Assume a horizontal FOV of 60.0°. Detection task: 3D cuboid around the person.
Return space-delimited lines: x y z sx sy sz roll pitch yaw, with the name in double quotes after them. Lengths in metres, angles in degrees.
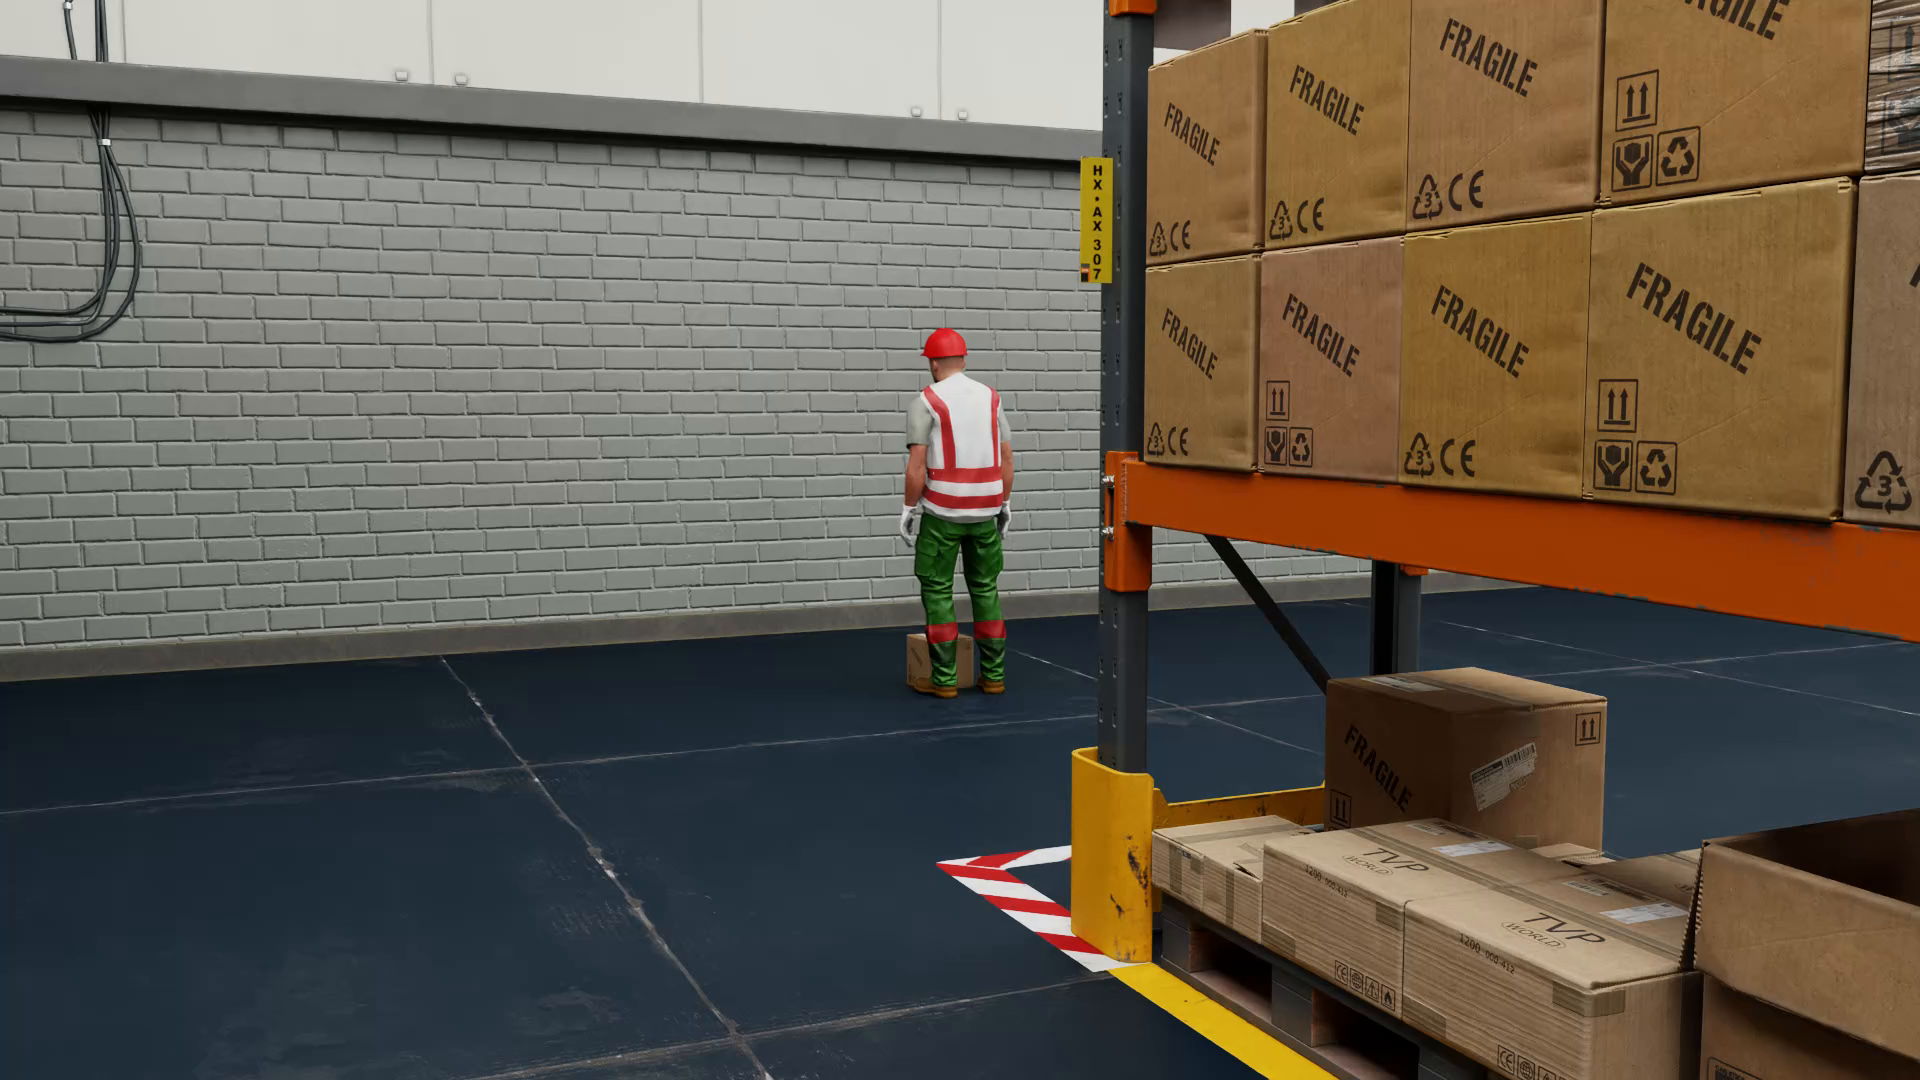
-0.018 -0.134 8.064 0.612 1.778 0.451 -3 6 -27 "person"
